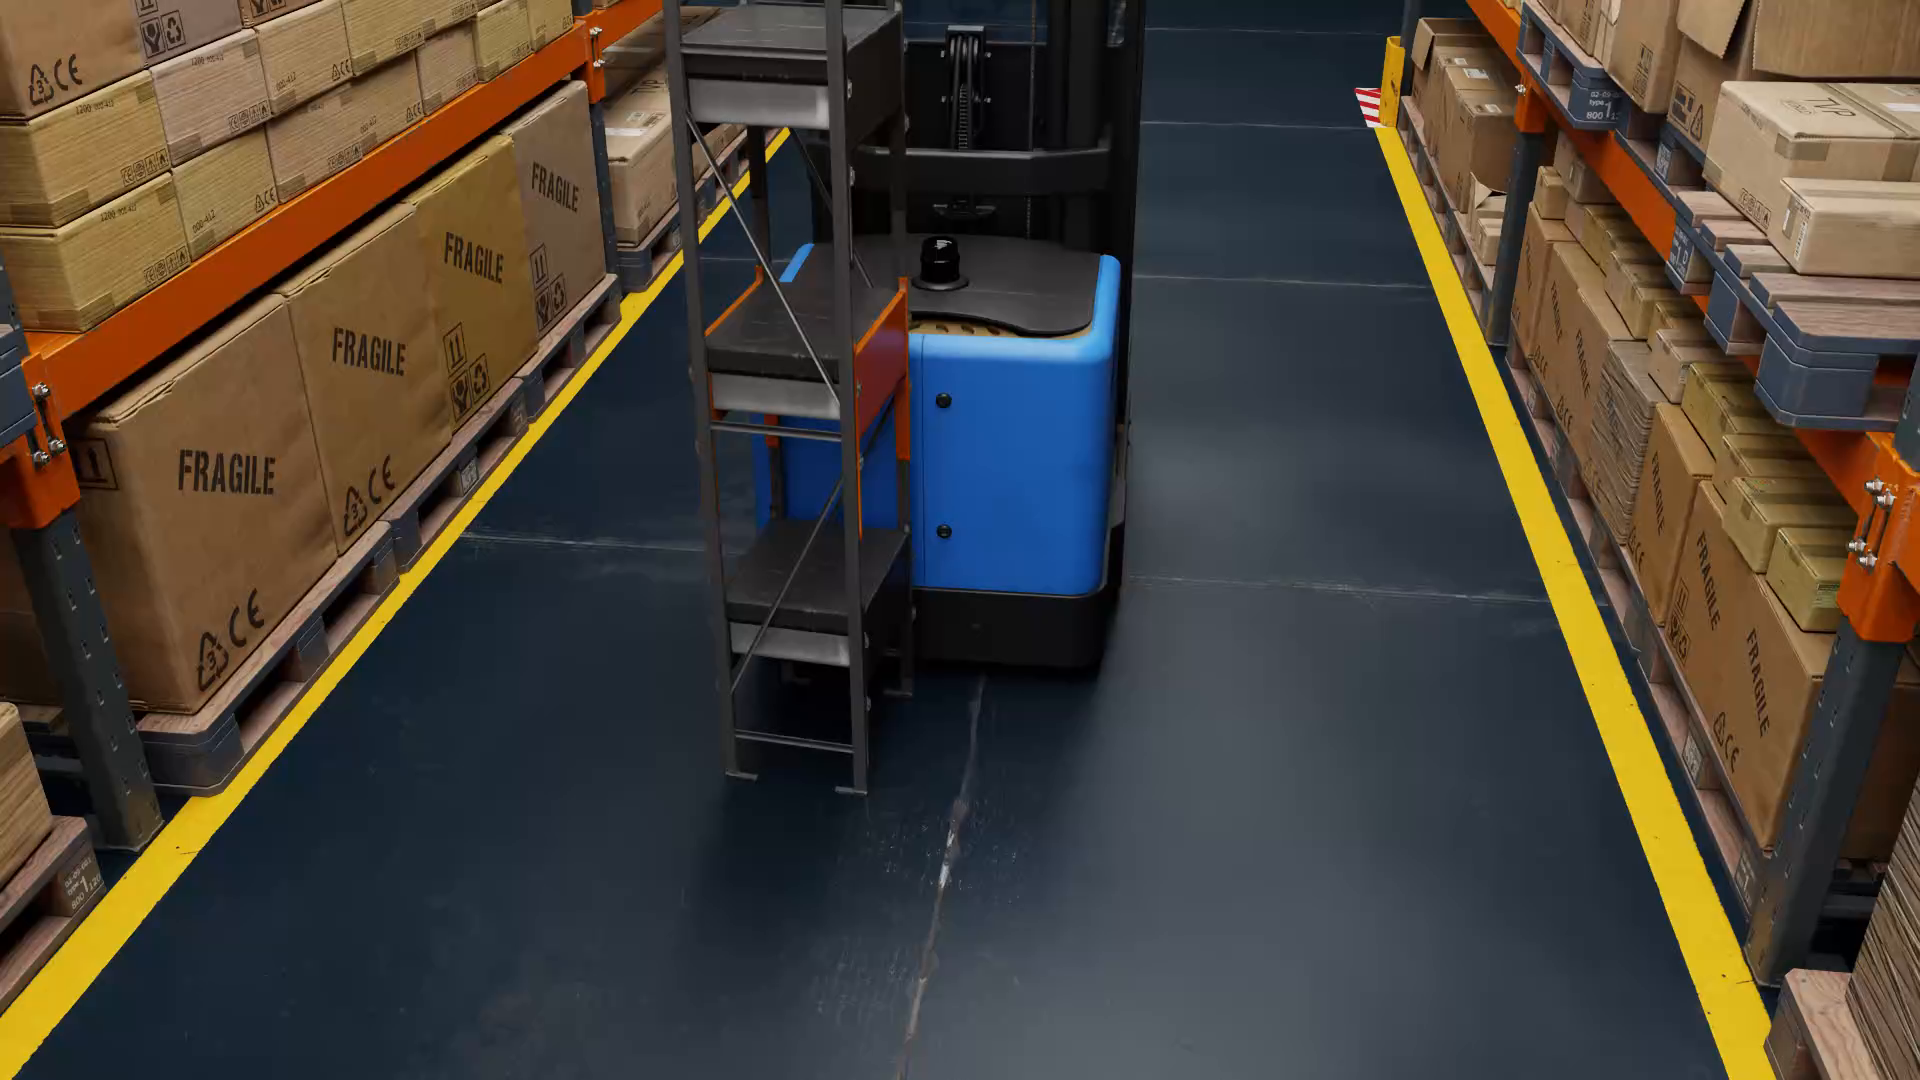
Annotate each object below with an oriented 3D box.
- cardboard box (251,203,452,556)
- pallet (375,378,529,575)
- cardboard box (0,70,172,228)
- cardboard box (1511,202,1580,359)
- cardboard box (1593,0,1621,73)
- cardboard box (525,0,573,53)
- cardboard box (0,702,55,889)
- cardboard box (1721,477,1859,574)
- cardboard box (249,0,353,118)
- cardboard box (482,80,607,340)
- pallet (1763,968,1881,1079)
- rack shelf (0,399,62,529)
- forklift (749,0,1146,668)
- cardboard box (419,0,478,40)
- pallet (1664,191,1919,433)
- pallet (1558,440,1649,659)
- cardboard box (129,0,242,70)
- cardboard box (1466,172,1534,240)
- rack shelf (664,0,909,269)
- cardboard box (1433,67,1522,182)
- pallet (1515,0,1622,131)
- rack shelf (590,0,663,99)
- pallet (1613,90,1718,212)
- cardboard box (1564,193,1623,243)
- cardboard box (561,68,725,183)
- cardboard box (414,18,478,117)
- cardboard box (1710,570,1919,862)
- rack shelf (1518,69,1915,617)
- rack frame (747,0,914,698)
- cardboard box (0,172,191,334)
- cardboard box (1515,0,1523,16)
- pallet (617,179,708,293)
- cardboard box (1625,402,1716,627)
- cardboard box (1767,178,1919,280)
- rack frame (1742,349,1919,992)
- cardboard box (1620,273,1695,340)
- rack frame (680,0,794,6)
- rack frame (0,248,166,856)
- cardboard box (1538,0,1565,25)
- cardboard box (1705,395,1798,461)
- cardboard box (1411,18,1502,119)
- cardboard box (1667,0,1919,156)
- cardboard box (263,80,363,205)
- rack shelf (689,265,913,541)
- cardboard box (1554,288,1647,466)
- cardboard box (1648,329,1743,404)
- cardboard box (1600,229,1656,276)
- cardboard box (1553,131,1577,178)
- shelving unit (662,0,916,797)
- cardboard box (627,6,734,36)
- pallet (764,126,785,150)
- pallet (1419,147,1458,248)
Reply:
[{"bbox_3d":[-2.306,-0.562,5.428,0.875,0.875,0.875,4,29,7],"label":"cardboard box"},{"bbox_3d":[-2.264,-0.284,6.055,1.003,0.211,1.213,3,28,6],"label":"pallet"},{"bbox_3d":[-2.280,-0.951,3.983,0.500,0.250,0.500,3,28,6],"label":"cardboard box"},{"bbox_3d":[2.547,-1.038,6.707,0.500,0.500,0.500,5,29,8],"label":"cardboard box"},{"bbox_3d":[2.279,-1.663,5.372,0.396,0.266,0.258,5,29,9],"label":"cardboard box"},{"bbox_3d":[-1.902,-2.163,6.761,0.500,0.250,0.500,3,28,5],"label":"cardboard box"},{"bbox_3d":[-2.666,0.665,3.681,0.950,0.372,0.625,1,28,3],"label":"cardboard box"},{"bbox_3d":[2.152,-0.033,4.158,0.380,0.149,0.250,2,28,4],"label":"cardboard box"},{"bbox_3d":[-2.142,-1.428,4.868,0.500,0.250,0.500,3,28,6],"label":"cardboard box"},{"bbox_3d":[-2.093,-1.408,6.999,0.875,0.875,0.875,4,29,8],"label":"cardboard box"},{"bbox_3d":[2.200,1.327,3.064,1.003,0.211,1.213,3,28,6],"label":"pallet"},{"bbox_3d":[-2.832,0.686,2.073,1.077,0.370,4.000,3,28,6],"label":"rack shelf"},{"bbox_3d":[0.074,-1.587,5.606,1.130,2.935,3.031,3,28,6],"label":"forklift"},{"bbox_3d":[-2.021,-1.908,5.760,0.500,0.250,0.500,4,29,7],"label":"cardboard box"},{"bbox_3d":[2.353,-0.524,3.763,1.213,0.211,1.003,3,28,6],"label":"pallet"},{"bbox_3d":[2.621,0.020,5.490,1.003,0.211,1.213,3,28,6],"label":"pallet"},{"bbox_3d":[-2.233,-1.509,4.228,0.500,0.500,0.500,3,29,6],"label":"cardboard box"},{"bbox_3d":[2.650,-1.597,7.992,0.396,0.266,0.258,4,29,8],"label":"cardboard box"},{"bbox_3d":[-0.389,-0.975,3.899,0.431,0.518,0.480,6,29,12],"label":"rack shelf"},{"bbox_3d":[2.844,-2.210,8.883,0.500,0.500,0.500,4,29,7],"label":"cardboard box"},{"bbox_3d":[2.624,-1.714,5.972,1.003,0.211,1.213,3,28,6],"label":"pallet"},{"bbox_3d":[-1.852,-3.080,9.063,1.077,0.370,4.000,3,28,6],"label":"rack shelf"},{"bbox_3d":[2.573,-1.117,4.863,1.003,0.211,1.213,3,28,6],"label":"pallet"},{"bbox_3d":[2.565,-1.250,6.417,0.380,0.149,0.250,3,28,5],"label":"cardboard box"},{"bbox_3d":[-1.804,-2.223,8.972,0.875,0.438,0.875,3,28,5],"label":"cardboard box"},{"bbox_3d":[-2.046,-1.687,5.878,0.500,0.250,0.500,3,28,5],"label":"cardboard box"},{"bbox_3d":[2.178,0.418,4.004,0.500,0.500,0.500,4,29,8],"label":"cardboard box"},{"bbox_3d":[2.585,-0.910,5.036,1.077,0.370,4.000,3,28,6],"label":"rack shelf"},{"bbox_3d":[-0.333,-0.484,4.434,0.400,2.100,0.015,6,29,12],"label":"rack frame"},{"bbox_3d":[-2.277,-0.722,4.086,0.500,0.250,0.500,3,28,5],"label":"cardboard box"},{"bbox_3d":[2.629,-2.347,7.208,0.380,0.149,0.250,4,29,8],"label":"cardboard box"},{"bbox_3d":[-1.926,-1.581,8.462,1.003,0.211,1.213,3,28,6],"label":"pallet"},{"bbox_3d":[2.311,-0.063,4.897,0.500,0.500,0.500,5,29,8],"label":"cardboard box"},{"bbox_3d":[2.039,-0.691,3.693,0.380,0.149,0.250,4,29,7],"label":"cardboard box"},{"bbox_3d":[2.340,-0.286,3.118,1.000,3.000,0.127,3,28,6],"label":"rack frame"},{"bbox_3d":[2.424,-0.767,5.520,0.380,0.149,0.250,4,29,8],"label":"cardboard box"},{"bbox_3d":[-1.607,-4.338,10.640,1.000,3.000,0.127,3,28,6],"label":"rack frame"},{"bbox_3d":[-2.587,-0.572,3.650,1.000,3.000,0.127,3,28,6],"label":"rack frame"},{"bbox_3d":[2.549,-2.183,6.091,0.700,0.500,0.500,4,29,7],"label":"cardboard box"},{"bbox_3d":[2.305,-0.276,4.609,0.380,0.149,0.250,4,29,8],"label":"cardboard box"},{"bbox_3d":[3.151,-2.855,10.076,0.797,0.503,0.637,2,28,4],"label":"cardboard box"},{"bbox_3d":[2.356,-1.295,4.440,0.797,0.503,0.637,3,28,5],"label":"cardboard box"},{"bbox_3d":[-2.162,-1.211,4.994,0.500,0.250,0.500,4,29,8],"label":"cardboard box"},{"bbox_3d":[-0.389,-0.359,4.231,0.431,0.518,0.480,6,29,12],"label":"rack shelf"},{"bbox_3d":[2.426,-0.552,5.806,0.500,0.500,0.500,3,28,5],"label":"cardboard box"},{"bbox_3d":[2.339,-0.525,5.071,0.380,0.149,0.250,2,28,4],"label":"cardboard box"},{"bbox_3d":[2.524,-0.999,5.951,0.380,0.149,0.250,3,28,5],"label":"cardboard box"},{"bbox_3d":[2.582,-1.513,6.590,0.380,0.149,0.250,3,28,5],"label":"cardboard box"},{"bbox_3d":[-0.389,-0.371,4.225,0.431,2.100,0.503,6,29,12],"label":"shelving unit"},{"bbox_3d":[-1.588,-3.079,10.560,0.875,0.438,0.875,2,28,4],"label":"cardboard box"},{"bbox_3d":[-1.627,-2.730,10.594,1.003,0.211,1.213,3,28,6],"label":"pallet"},{"bbox_3d":[3.062,-1.840,8.943,1.003,0.211,1.213,3,28,6],"label":"pallet"}]
